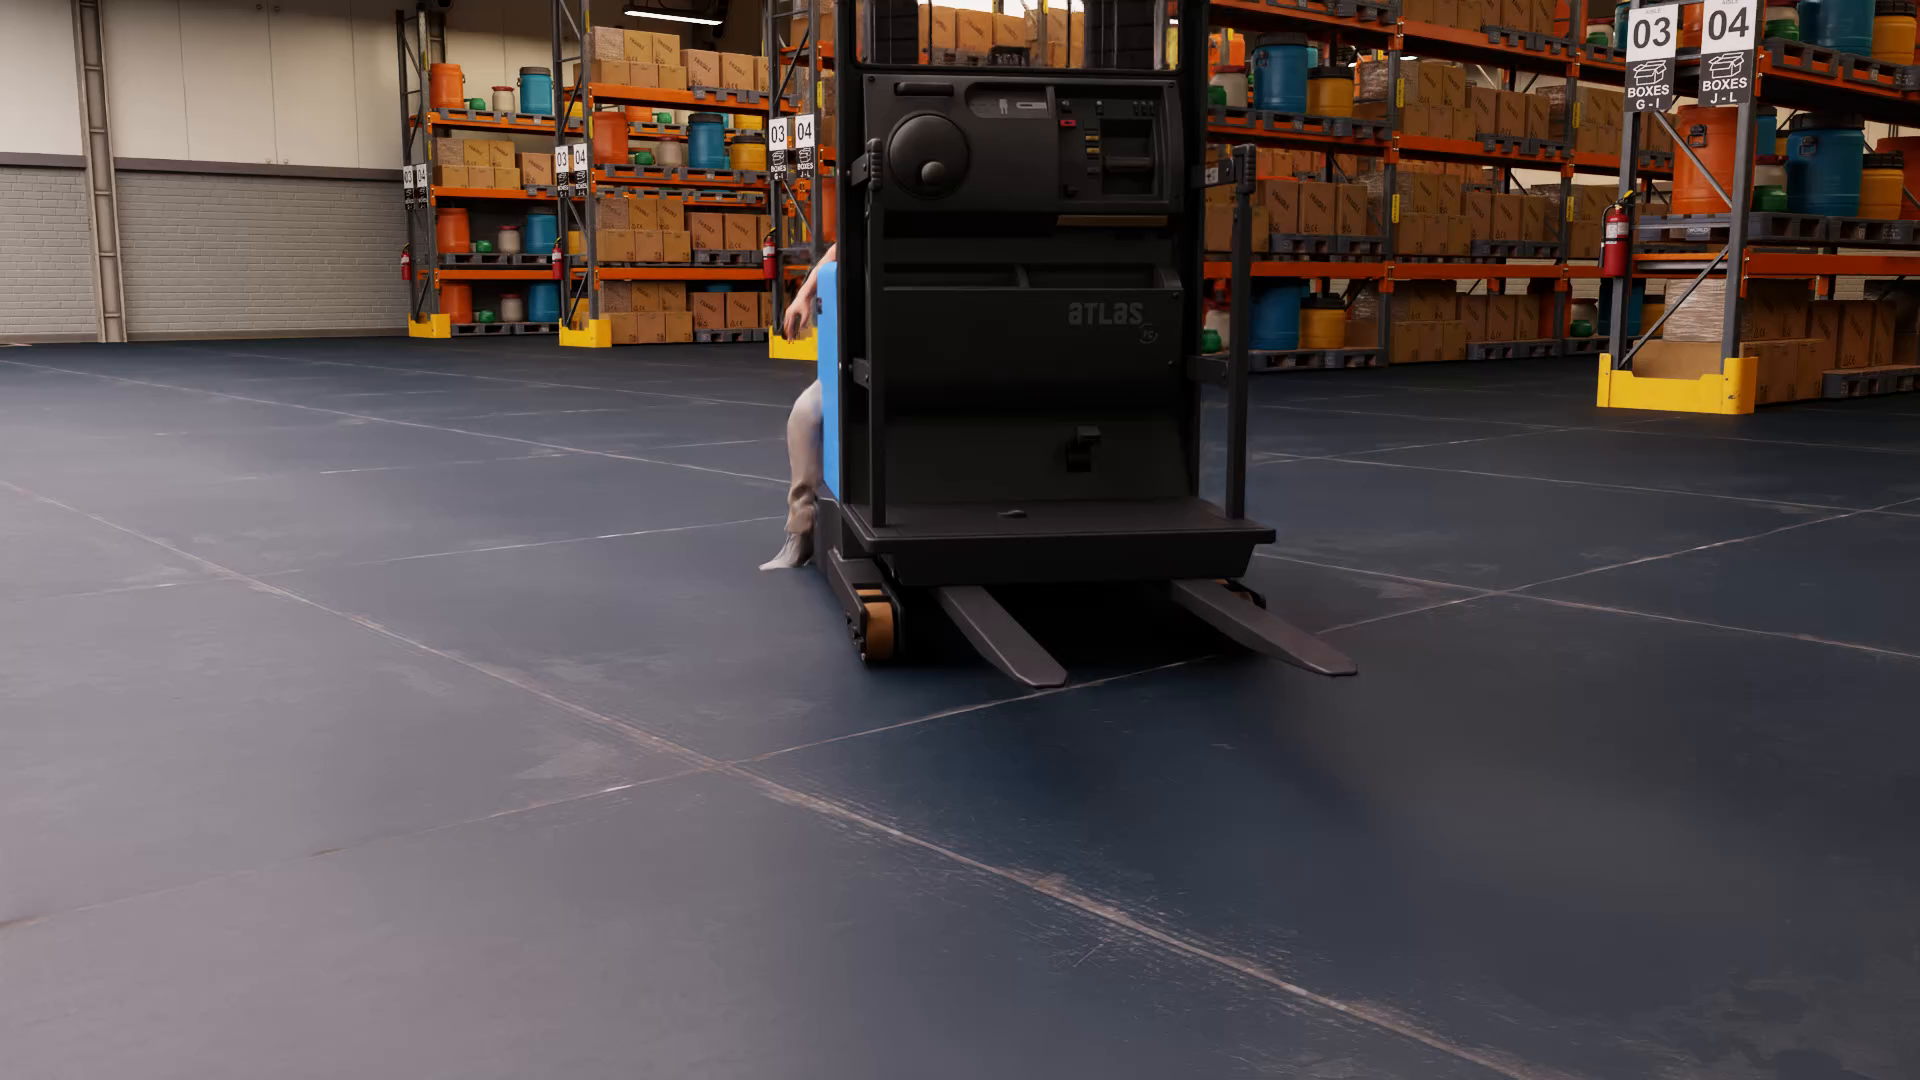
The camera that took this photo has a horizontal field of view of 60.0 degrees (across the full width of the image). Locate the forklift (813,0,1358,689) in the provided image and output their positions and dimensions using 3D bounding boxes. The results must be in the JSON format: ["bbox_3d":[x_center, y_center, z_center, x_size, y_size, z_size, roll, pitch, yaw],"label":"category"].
[{"bbox_3d":[0.224,-1.181,4.584,1.130,2.935,3.031,-1,9,-9],"label":"forklift"}]

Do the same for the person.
[{"bbox_3d":[-0.274,-0.627,5.884,0.950,1.541,0.788,6,11,33],"label":"person"}]
